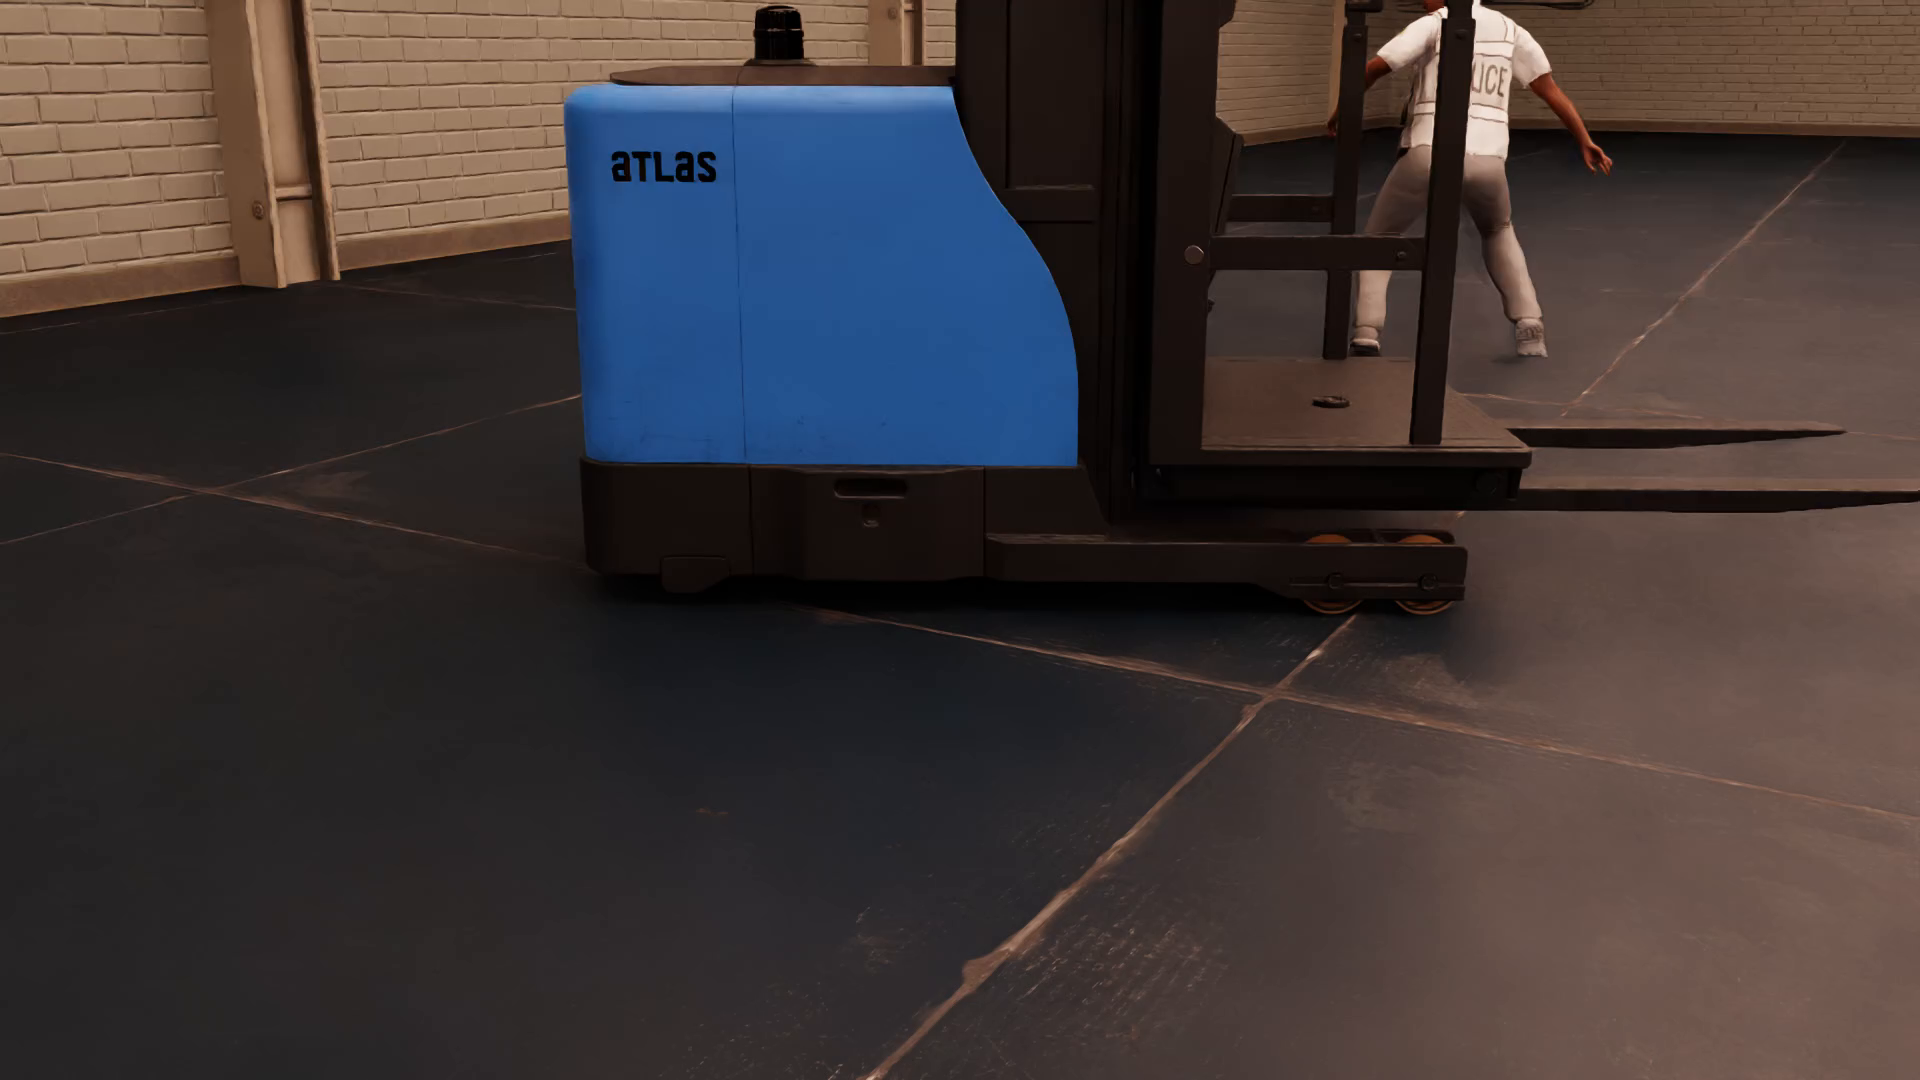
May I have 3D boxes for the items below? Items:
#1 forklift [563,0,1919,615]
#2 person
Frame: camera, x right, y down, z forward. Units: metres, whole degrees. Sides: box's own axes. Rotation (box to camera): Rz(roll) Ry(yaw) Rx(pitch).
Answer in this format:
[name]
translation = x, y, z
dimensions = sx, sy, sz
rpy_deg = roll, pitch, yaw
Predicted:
[forklift]
translation = 0.710, -1.401, 3.608
dimensions = 3.031, 2.935, 1.130
rpy_deg = 0, 16, 1
[person]
translation = 1.907, -1.402, 6.316
dimensions = 0.956, 1.587, 0.540
rpy_deg = 0, 16, -2
